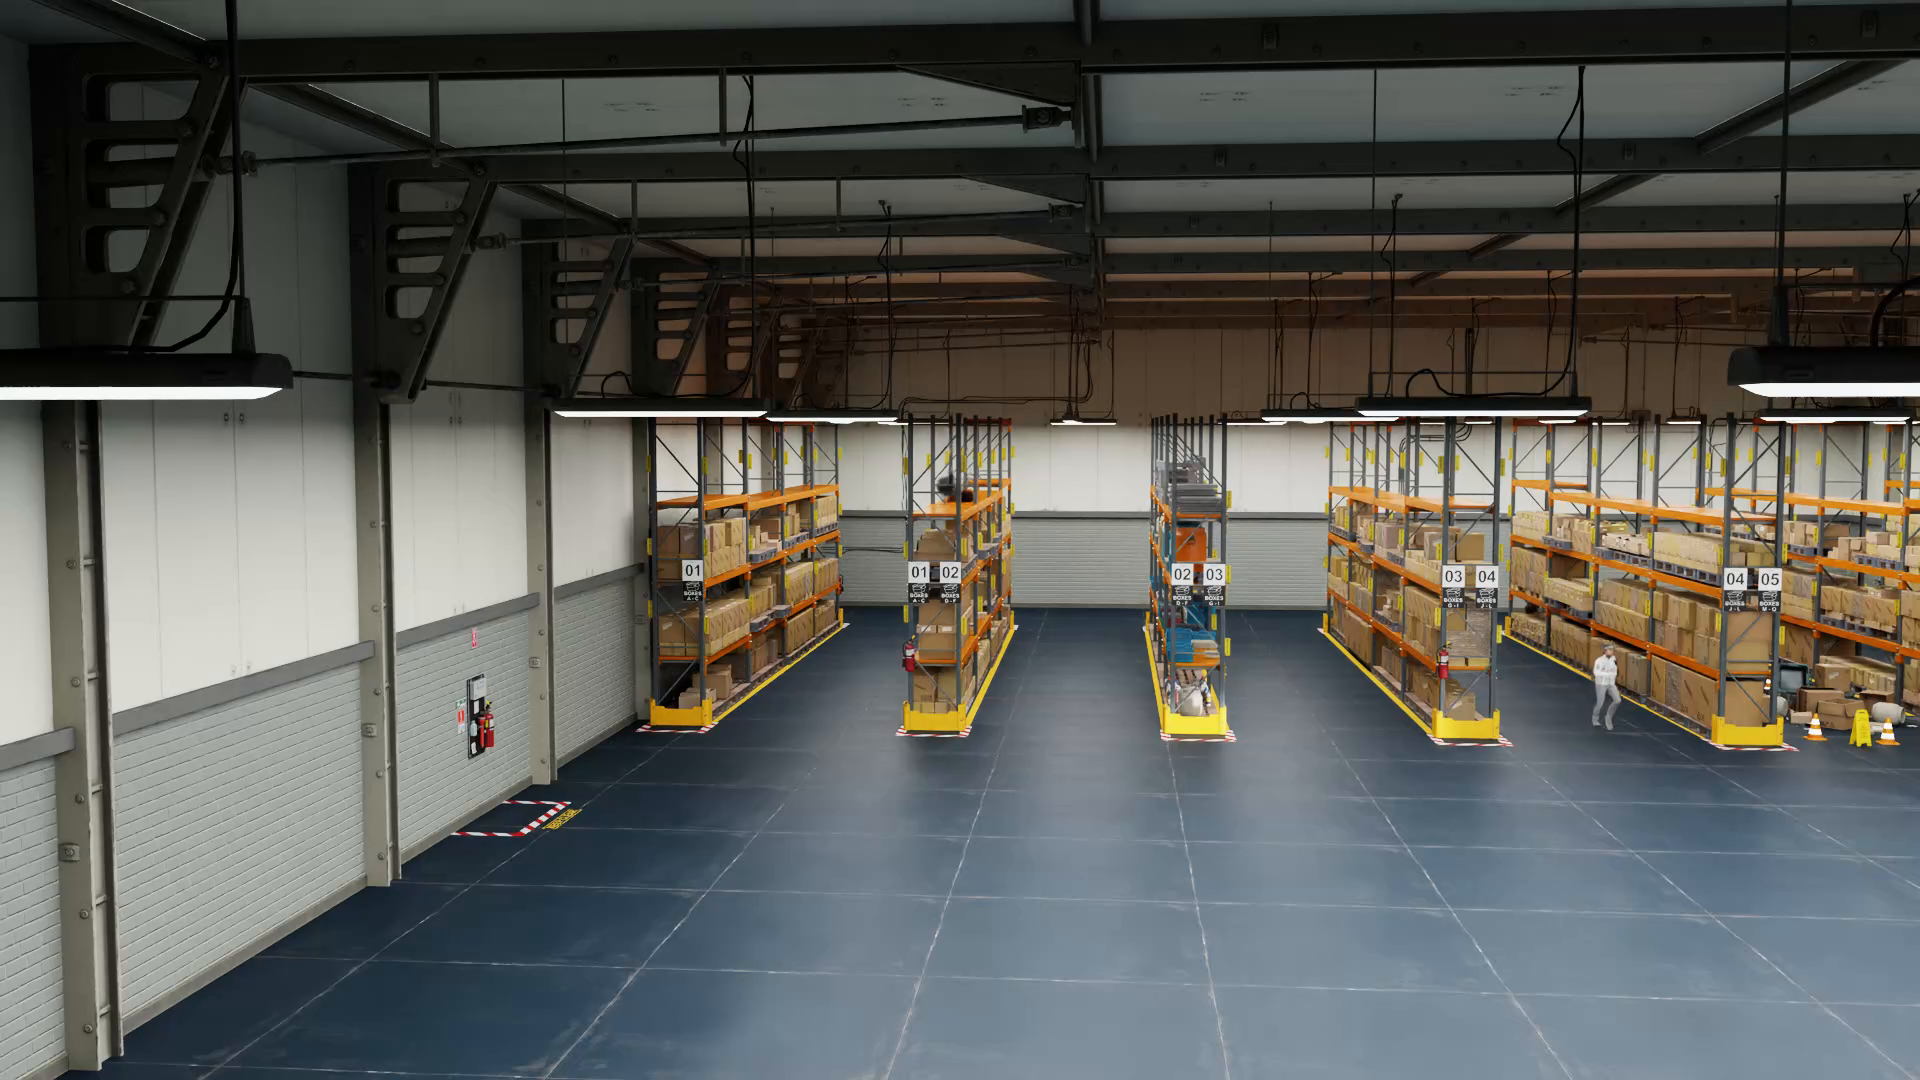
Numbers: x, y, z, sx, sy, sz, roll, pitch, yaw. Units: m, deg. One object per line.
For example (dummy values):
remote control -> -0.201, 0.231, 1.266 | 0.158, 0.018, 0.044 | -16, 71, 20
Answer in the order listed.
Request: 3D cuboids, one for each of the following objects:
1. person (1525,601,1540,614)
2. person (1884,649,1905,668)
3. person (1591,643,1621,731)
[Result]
person -> 16.264, 1.708, 47.230 | 0.847, 1.784, 0.802 | 3, 5, 36
person -> 21.611, 2.267, 38.367 | 0.633, 1.732, 0.603 | 0, 4, 5
person -> 12.243, 2.759, 31.511 | 0.641, 1.680, 0.790 | -1, 4, -15
